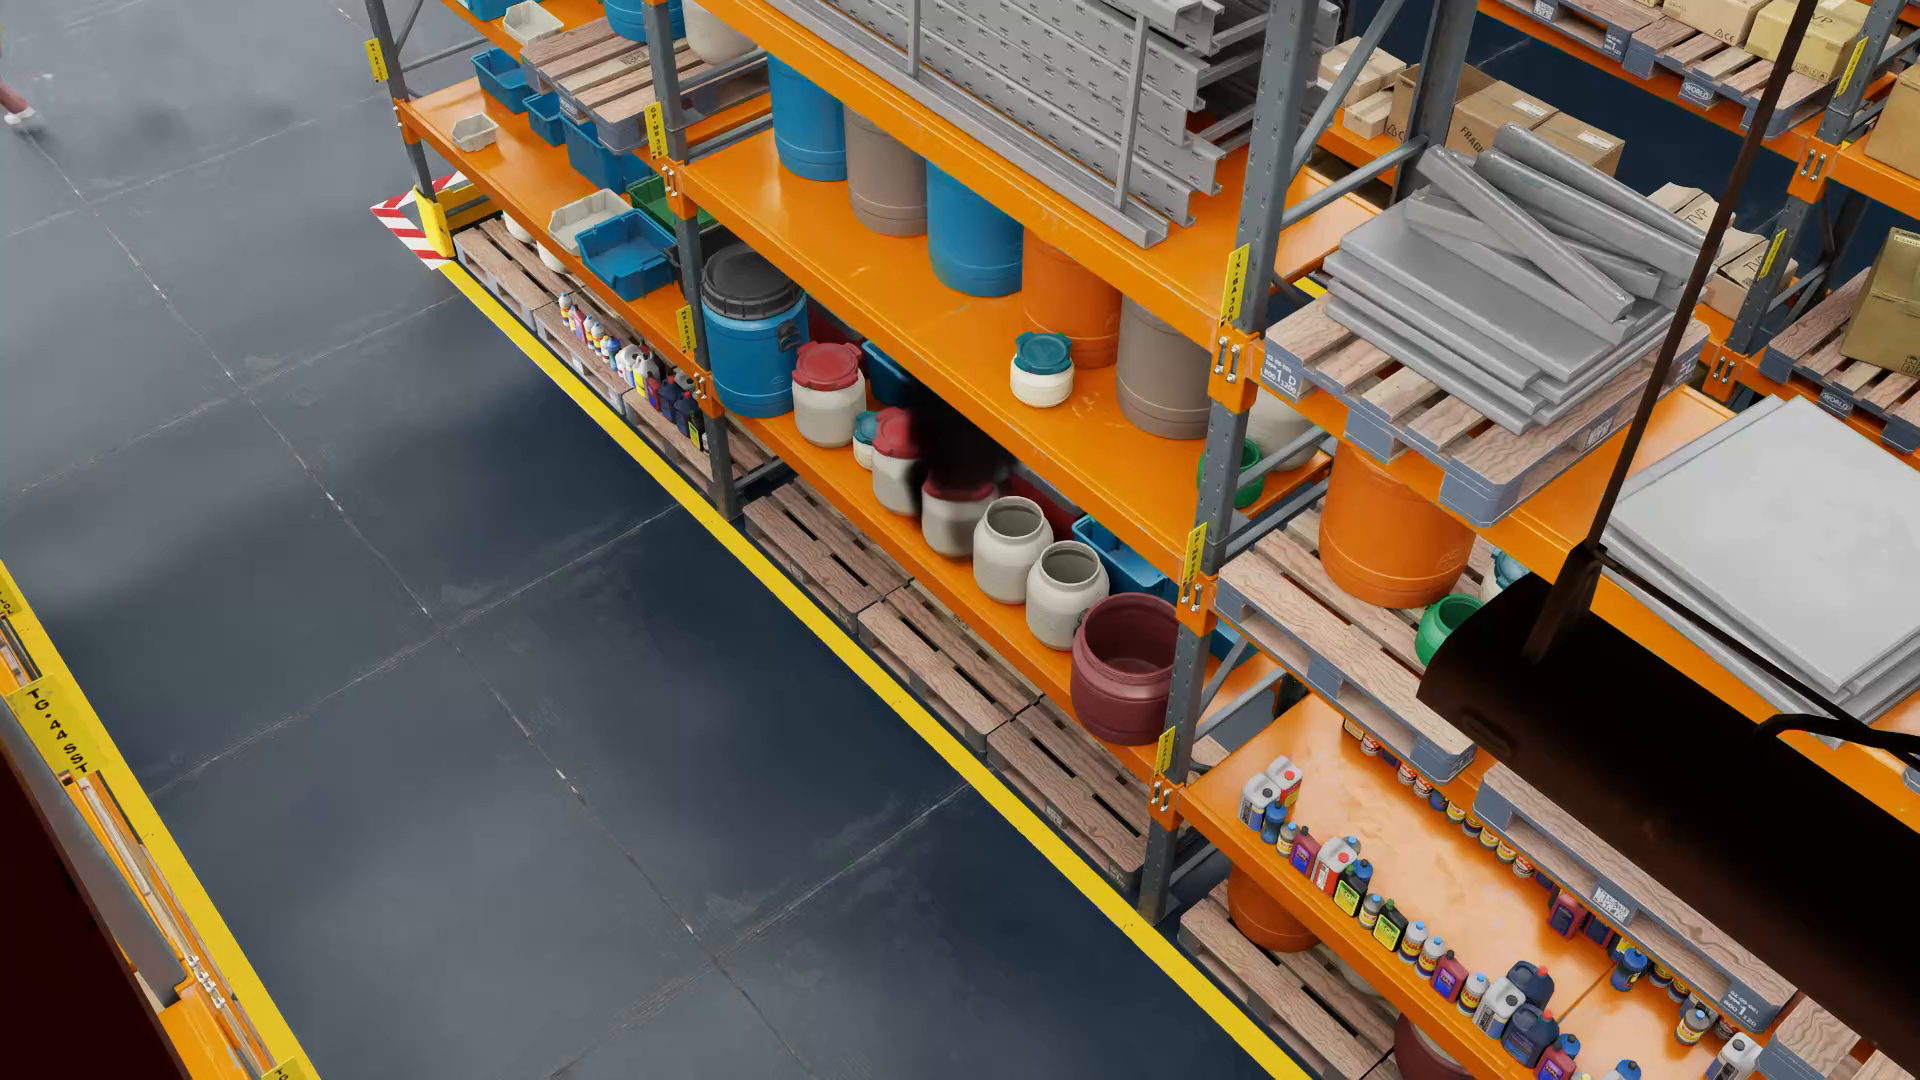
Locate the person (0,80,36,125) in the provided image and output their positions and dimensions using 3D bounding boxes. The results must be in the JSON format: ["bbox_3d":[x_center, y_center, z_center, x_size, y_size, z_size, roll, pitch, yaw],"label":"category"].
[{"bbox_3d":[-8.317,-4.091,13.724,0.818,1.698,0.599,-7,47,-6],"label":"person"}]
